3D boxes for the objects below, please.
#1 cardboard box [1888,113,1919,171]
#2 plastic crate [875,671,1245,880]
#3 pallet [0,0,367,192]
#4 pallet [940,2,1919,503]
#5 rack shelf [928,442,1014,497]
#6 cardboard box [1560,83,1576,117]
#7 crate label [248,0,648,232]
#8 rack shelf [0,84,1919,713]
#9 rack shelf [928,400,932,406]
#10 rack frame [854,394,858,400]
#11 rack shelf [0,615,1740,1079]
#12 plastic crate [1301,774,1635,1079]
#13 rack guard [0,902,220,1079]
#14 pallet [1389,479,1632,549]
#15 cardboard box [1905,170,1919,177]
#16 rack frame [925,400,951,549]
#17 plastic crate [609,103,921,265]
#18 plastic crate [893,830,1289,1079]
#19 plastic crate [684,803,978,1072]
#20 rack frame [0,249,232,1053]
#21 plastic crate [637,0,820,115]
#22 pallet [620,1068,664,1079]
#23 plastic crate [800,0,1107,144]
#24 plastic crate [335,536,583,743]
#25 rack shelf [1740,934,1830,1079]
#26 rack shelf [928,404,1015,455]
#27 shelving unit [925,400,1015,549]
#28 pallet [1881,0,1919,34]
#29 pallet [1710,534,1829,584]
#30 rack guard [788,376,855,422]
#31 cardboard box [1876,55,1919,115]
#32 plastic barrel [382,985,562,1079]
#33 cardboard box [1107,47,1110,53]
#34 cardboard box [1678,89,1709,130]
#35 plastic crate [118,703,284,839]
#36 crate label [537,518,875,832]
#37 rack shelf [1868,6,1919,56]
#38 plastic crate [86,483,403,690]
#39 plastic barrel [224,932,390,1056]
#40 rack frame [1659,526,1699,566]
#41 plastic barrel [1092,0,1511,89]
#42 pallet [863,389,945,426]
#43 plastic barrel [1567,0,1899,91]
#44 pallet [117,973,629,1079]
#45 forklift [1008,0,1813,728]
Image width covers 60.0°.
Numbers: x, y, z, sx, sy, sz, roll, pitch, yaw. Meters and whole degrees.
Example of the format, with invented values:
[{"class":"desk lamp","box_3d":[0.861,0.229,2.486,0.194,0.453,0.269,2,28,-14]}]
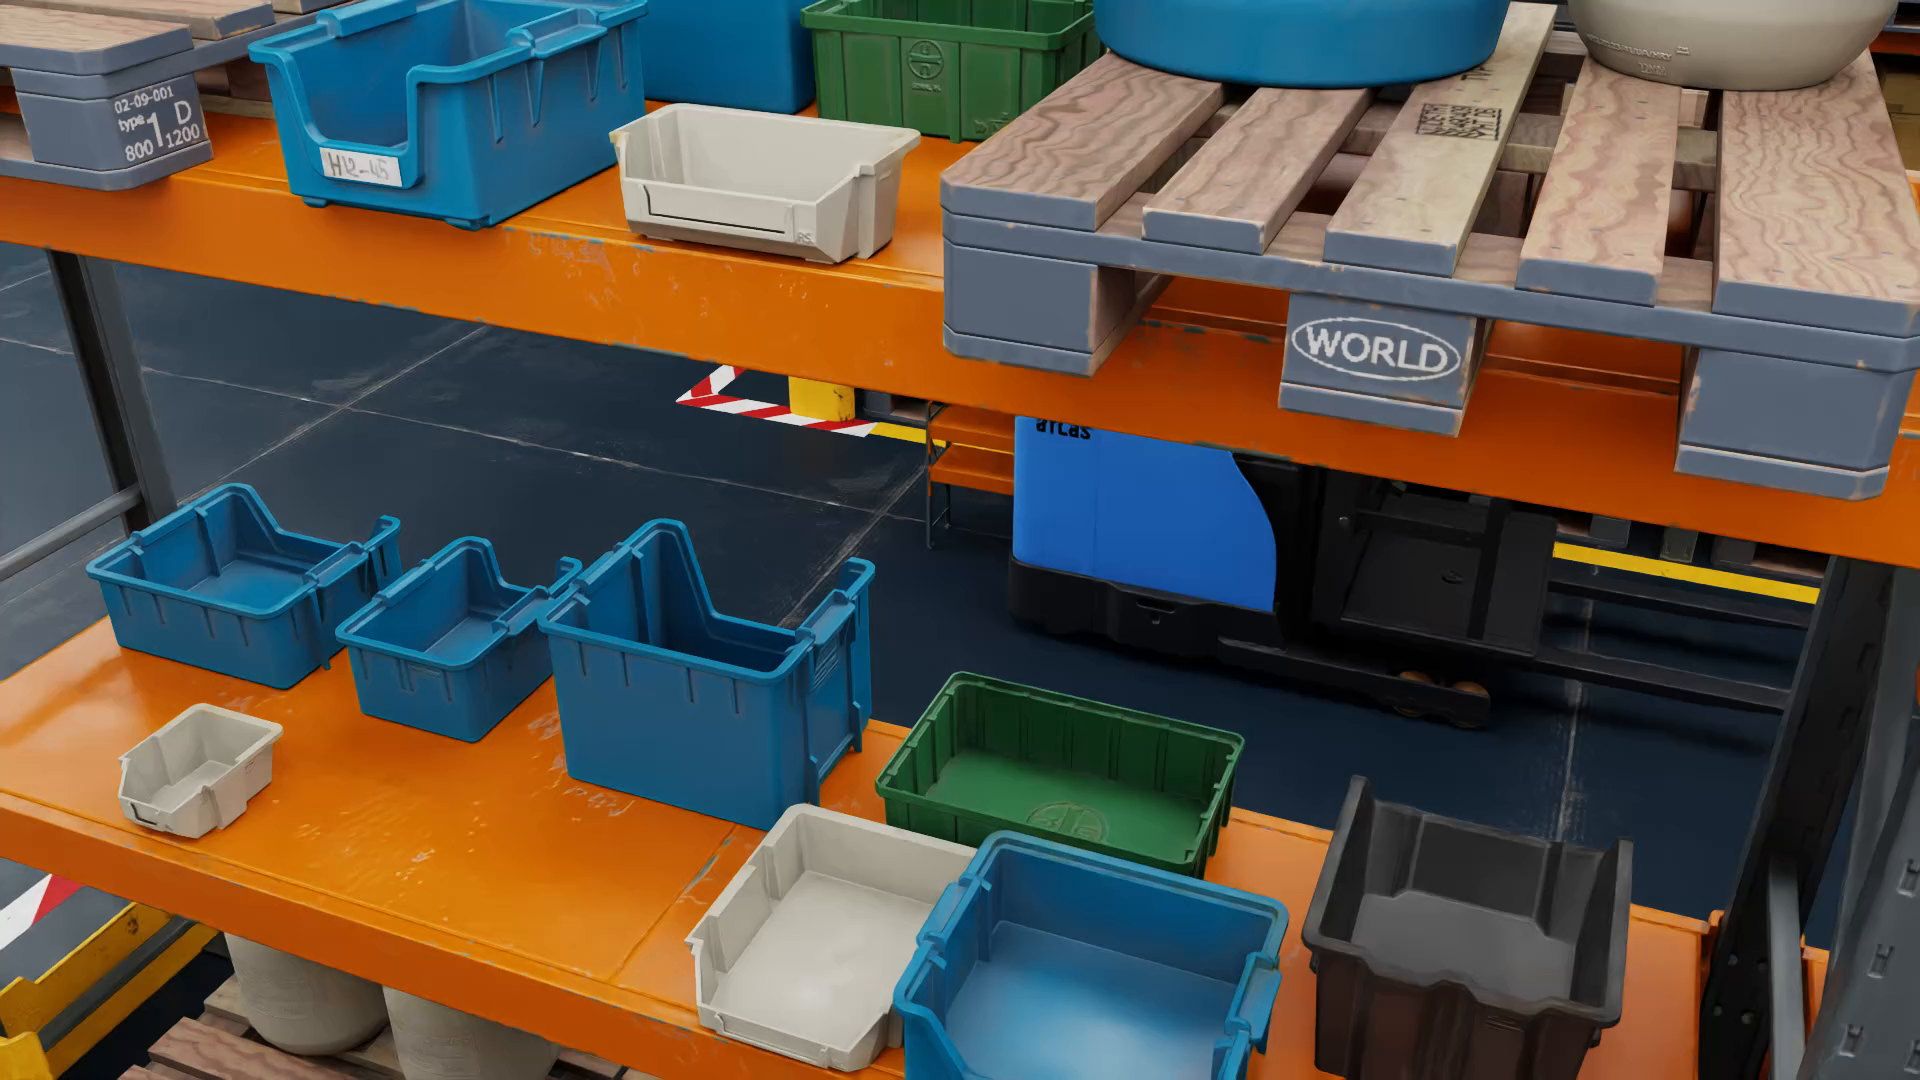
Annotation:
[{"class":"cardboard box","box_3d":[6.275,-2.597,10.890,0.500,0.500,0.700,11,31,18]},{"class":"plastic crate","box_3d":[0.212,0.534,3.472,0.662,0.188,0.450,11,31,19]},{"class":"pallet","box_3d":[-1.613,-0.944,3.016,1.213,0.211,1.003,11,31,19]},{"class":"pallet","box_3d":[0.659,-0.491,2.213,1.003,0.211,1.213,11,31,19]},{"class":"rack shelf","box_3d":[0.135,-0.263,7.036,0.480,0.148,0.258,11,31,18]},{"class":"cardboard box","box_3d":[2.425,-1.809,6.640,0.250,0.149,0.380,10,31,18]},{"class":"crate label","box_3d":[-0.732,-0.662,2.476,0.408,0.251,0.502,11,31,19]},{"class":"rack shelf","box_3d":[-0.489,-0.541,2.841,4.000,0.370,1.077,11,31,19]},{"class":"rack shelf","box_3d":[0.135,-0.631,6.829,0.480,0.148,0.258,11,31,18]},{"class":"rack frame","box_3d":[-0.477,-2.176,8.052,0.127,3.000,1.000,11,31,19]},{"class":"rack shelf","box_3d":[-0.489,0.765,3.579,4.000,0.370,1.077,11,31,19]},{"class":"plastic crate","box_3d":[0.927,0.694,3.037,0.504,0.338,0.767,11,31,19]},{"class":"rack guard","box_3d":[-2.254,1.163,4.685,0.348,0.500,1.175,11,31,19]},{"class":"pallet","box_3d":[2.509,-0.388,7.722,1.213,0.211,1.003,11,31,19]},{"class":"cardboard box","box_3d":[3.703,-1.300,6.653,0.500,0.250,0.500,13,32,22]},{"class":"rack frame","box_3d":[-0.092,-0.538,6.983,0.015,1.200,0.240,11,31,18]},{"class":"plastic crate","box_3d":[-0.275,-0.482,2.274,0.396,0.136,0.243,11,31,19]},{"class":"plastic crate","box_3d":[0.236,0.806,2.928,0.616,0.251,0.499,11,31,19]},{"class":"plastic crate","box_3d":[-0.236,0.752,3.140,0.437,0.136,0.530,11,31,19]},{"class":"rack frame","box_3d":[-2.342,0.082,4.057,0.127,3.000,1.000,11,31,19]},{"class":"plastic crate","box_3d":[-0.462,-1.002,2.941,0.575,0.384,0.392,11,31,19]},{"class":"pallet","box_3d":[-0.377,1.668,4.085,1.213,0.211,1.003,11,31,19]},{"class":"plastic crate","box_3d":[0.004,-0.808,2.798,0.450,0.188,0.336,11,31,19]},{"class":"plastic crate","box_3d":[-1.167,0.225,3.954,0.408,0.251,0.499,11,31,19]},{"class":"rack shelf","box_3d":[3.217,1.505,2.270,4.000,0.370,1.077,11,31,19]},{"class":"rack shelf","box_3d":[0.135,-0.436,6.939,0.480,0.148,0.258,11,31,18]},{"class":"shelving unit","box_3d":[0.135,-0.495,6.906,0.503,1.200,0.258,11,31,18]},{"class":"pallet","box_3d":[5.742,-3.404,10.419,1.213,0.211,1.003,11,31,19]},{"class":"pallet","box_3d":[3.927,-0.104,7.219,1.213,0.211,1.003,11,31,19]},{"class":"rack guard","box_3d":[-0.499,-1.092,8.674,0.348,0.500,1.175,11,31,19]},{"class":"cardboard box","box_3d":[6.187,-2.917,10.693,0.500,0.250,0.500,11,31,18]},{"class":"plastic barrel","box_3d":[-1.239,1.162,4.248,0.421,0.512,0.421,0,29,0]},{"class":"cardboard box","box_3d":[0.763,-2.141,7.229,0.250,0.149,0.380,10,31,17]},{"class":"cardboard box","box_3d":[2.897,-1.715,6.474,0.250,0.149,0.380,11,31,19]},{"class":"plastic crate","box_3d":[-1.634,0.509,3.569,0.250,0.136,0.298,11,31,19]},{"class":"crate label","box_3d":[-0.535,0.284,3.664,0.616,0.435,0.502,11,31,19]},{"class":"rack shelf","box_3d":[6.942,-3.012,10.262,4.000,0.370,1.077,11,31,19]},{"class":"plastic crate","box_3d":[-1.766,0.103,4.171,0.616,0.251,0.499,11,31,19]},{"class":"plastic barrel","box_3d":[-1.704,1.069,4.412,0.421,0.512,0.421,0,29,0]},{"class":"rack frame","box_3d":[3.230,-1.436,6.742,0.127,3.000,1.000,11,31,19]},{"class":"plastic barrel","box_3d":[0.482,-1.118,2.195,0.708,0.901,0.600,11,31,19]},{"class":"pallet","box_3d":[0.248,-0.840,8.521,1.213,0.211,1.003,11,31,19]},{"class":"plastic barrel","box_3d":[1.039,-0.885,2.178,0.421,0.512,0.421,0,29,0]},{"class":"pallet","box_3d":[-1.504,1.441,4.486,1.213,0.211,1.003,11,31,19]},{"class":"forklift","box_3d":[1.762,-0.890,5.846,3.031,2.935,1.130,11,31,19]}]
